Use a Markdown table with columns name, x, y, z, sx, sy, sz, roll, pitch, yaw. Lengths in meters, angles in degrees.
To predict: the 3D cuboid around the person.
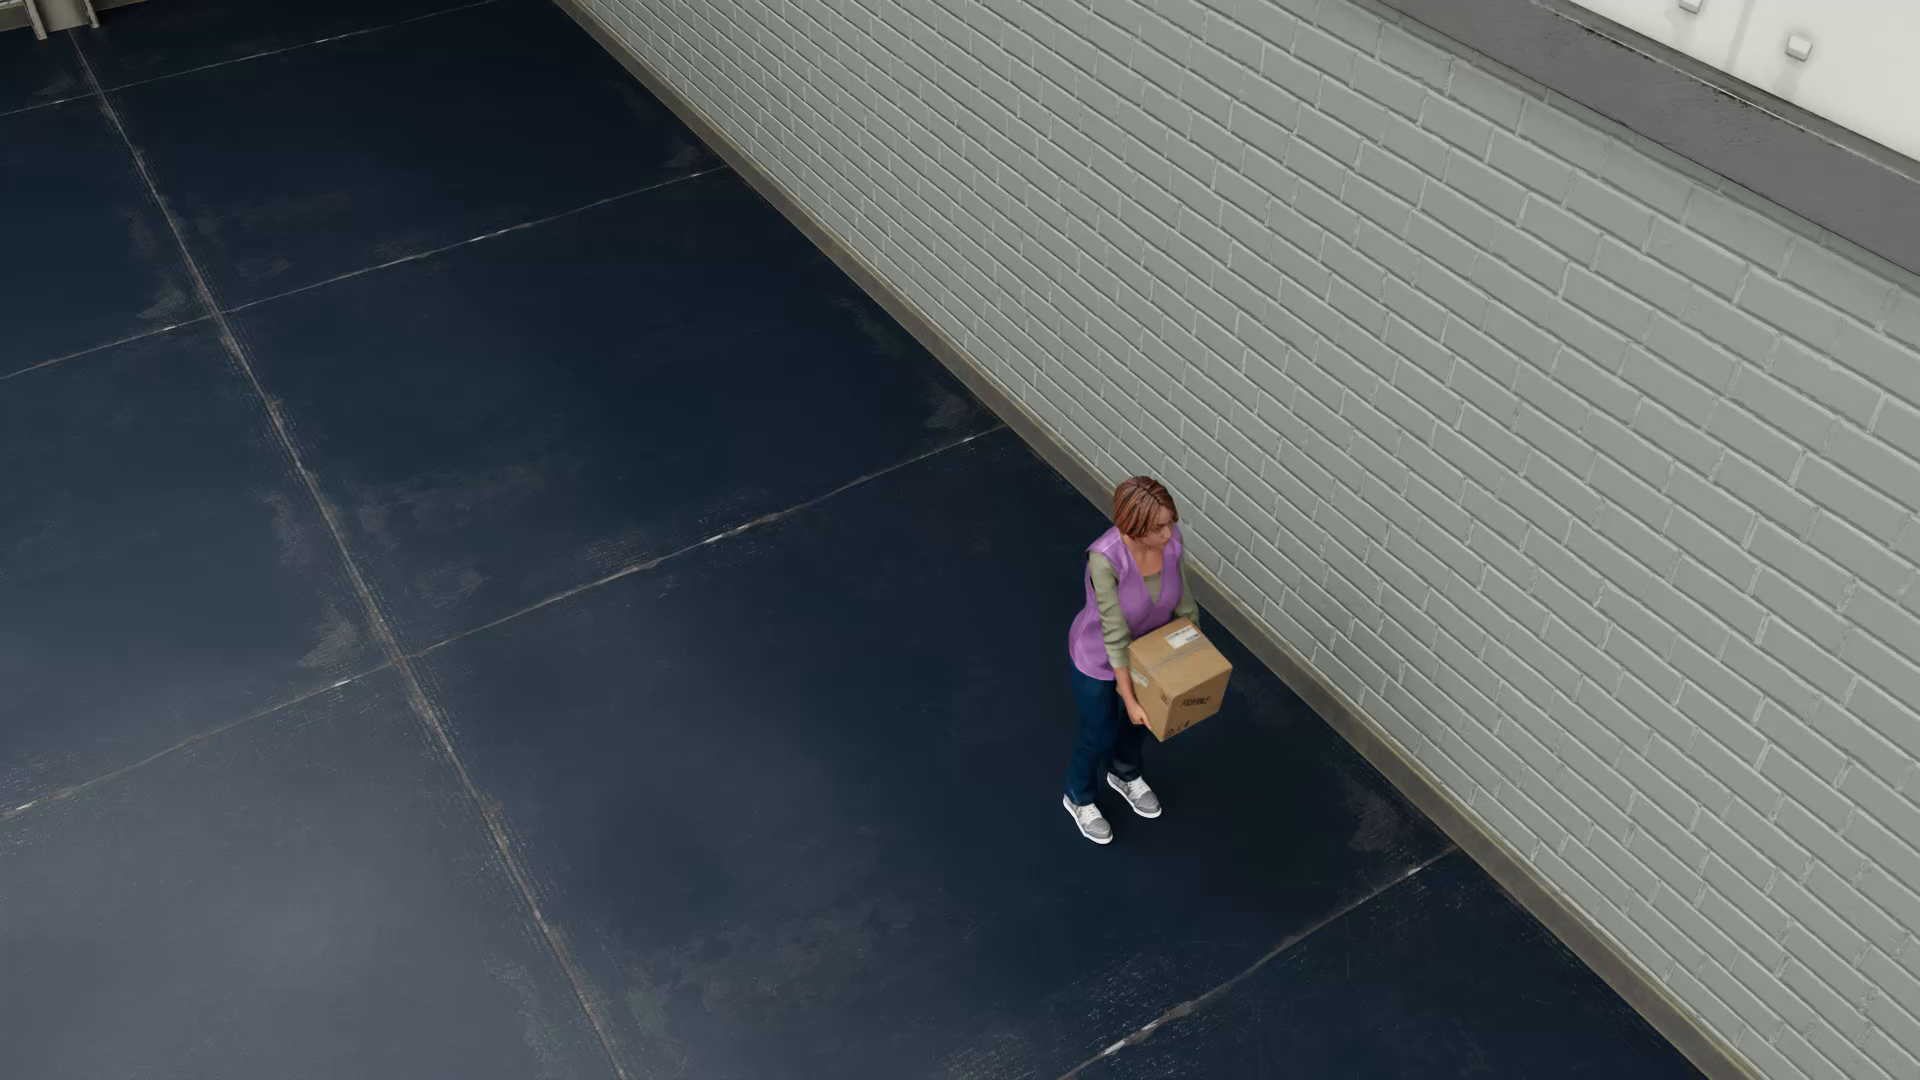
| name | x | y | z | sx | sy | sz | roll | pitch | yaw |
| --- | --- | --- | --- | --- | --- | --- | --- | --- | --- |
| person | 0.601 | 0.441 | 5.670 | 0.375 | 1.596 | 0.507 | -24 | 47 | -24 |
